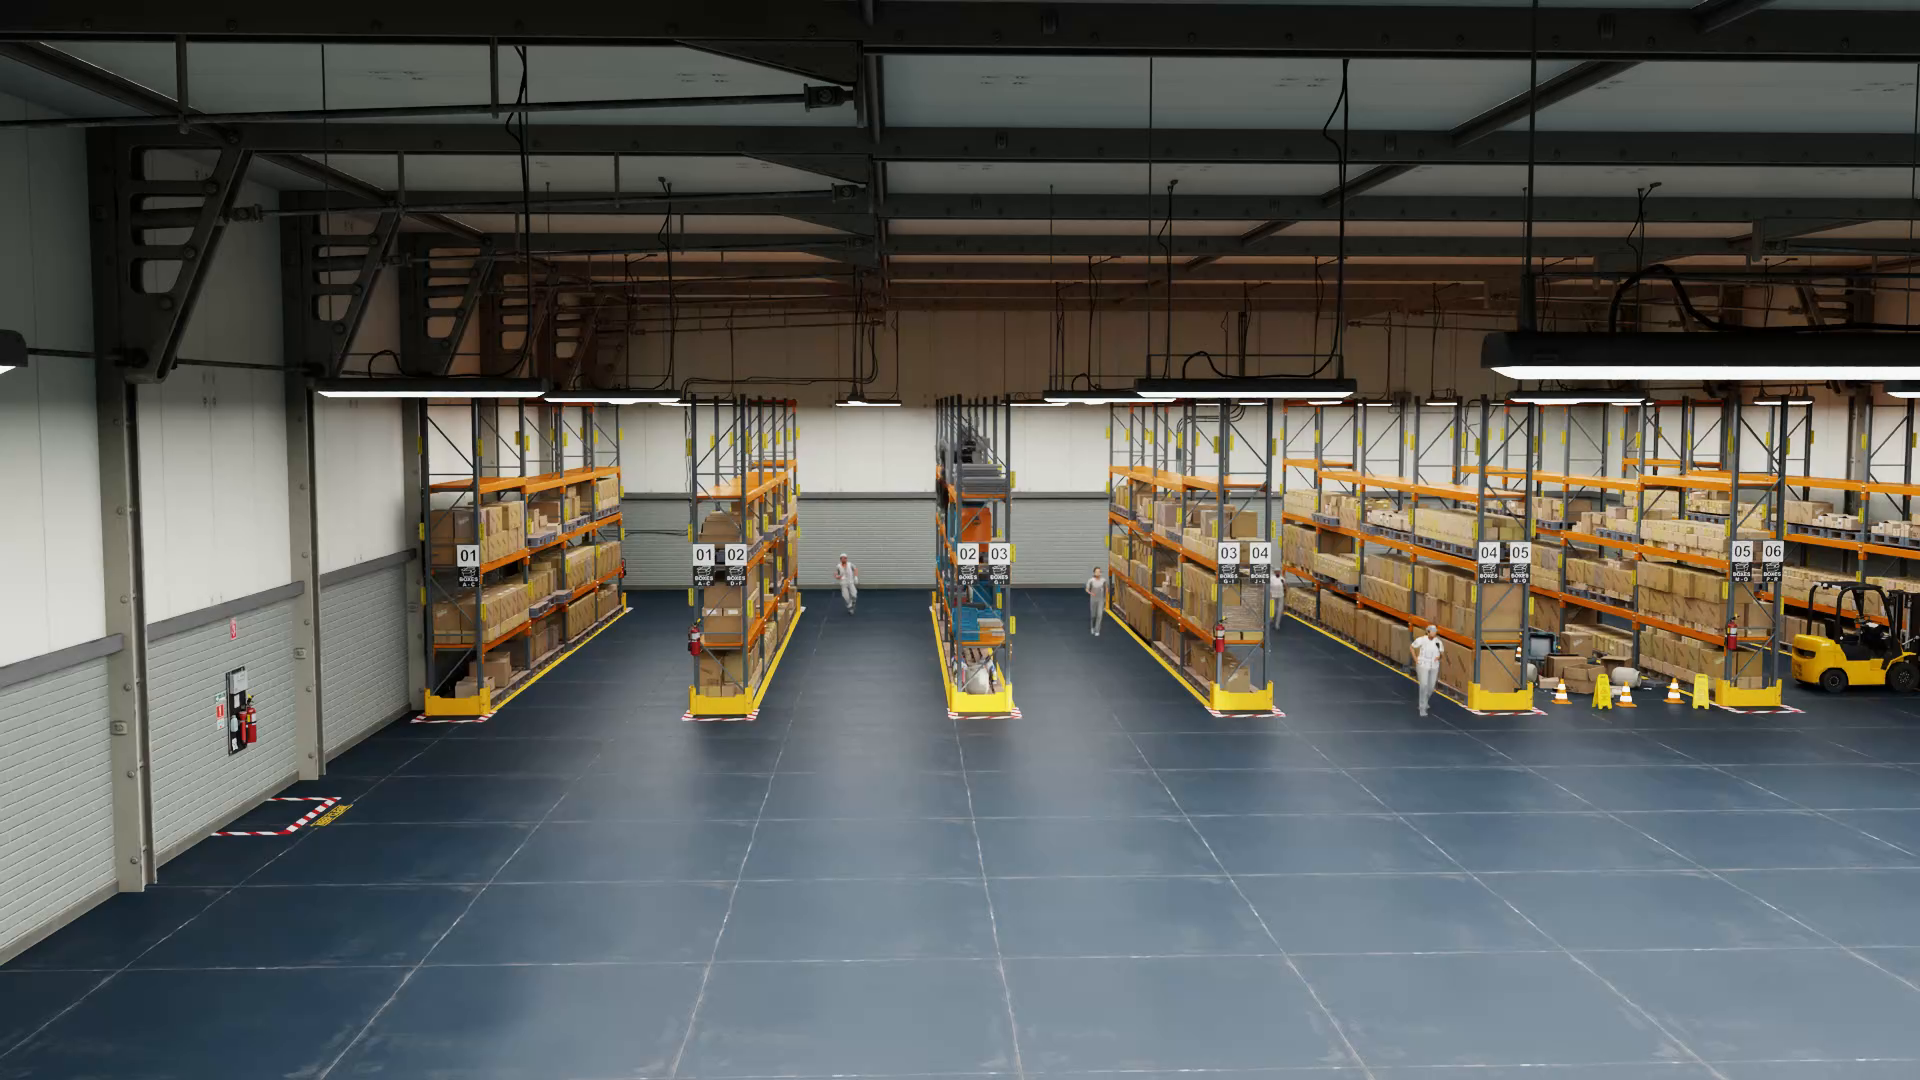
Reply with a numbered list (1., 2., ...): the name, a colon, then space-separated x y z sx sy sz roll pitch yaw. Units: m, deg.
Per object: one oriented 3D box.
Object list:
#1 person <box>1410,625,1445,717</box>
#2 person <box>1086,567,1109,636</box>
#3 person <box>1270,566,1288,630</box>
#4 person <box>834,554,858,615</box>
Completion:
1. person: 8.840 2.438 31.314 0.608 1.694 0.850 -1 5 -7
2. person: 3.307 1.468 40.001 0.568 1.635 0.638 0 5 -3
3. person: 8.275 1.498 43.343 0.593 1.649 0.672 0 5 -4
4. person: -3.150 1.234 46.121 0.670 1.713 0.554 -1 5 -8
